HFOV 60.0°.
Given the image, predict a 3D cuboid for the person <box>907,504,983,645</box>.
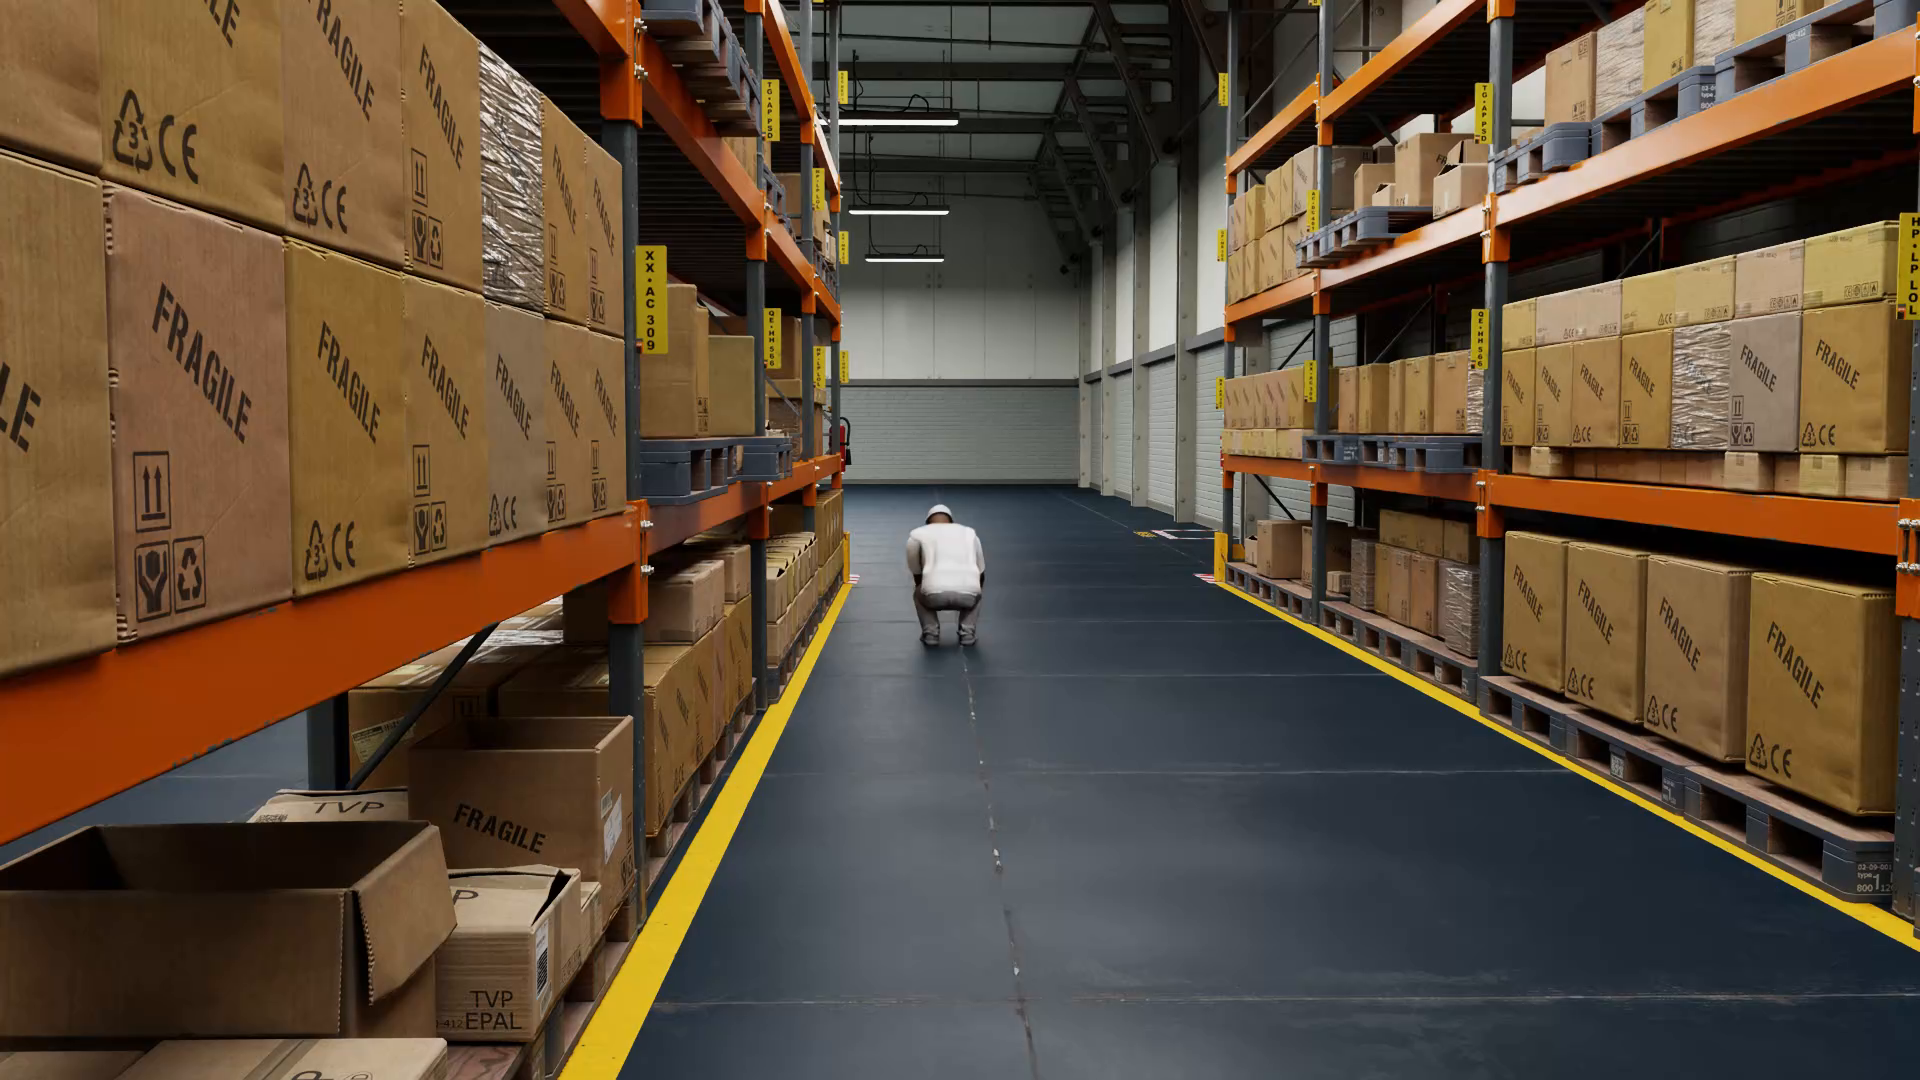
[{"bbox_3d":[-0.107,0.246,12.228,0.567,1.004,0.894,0,4,-2],"label":"person"}]
